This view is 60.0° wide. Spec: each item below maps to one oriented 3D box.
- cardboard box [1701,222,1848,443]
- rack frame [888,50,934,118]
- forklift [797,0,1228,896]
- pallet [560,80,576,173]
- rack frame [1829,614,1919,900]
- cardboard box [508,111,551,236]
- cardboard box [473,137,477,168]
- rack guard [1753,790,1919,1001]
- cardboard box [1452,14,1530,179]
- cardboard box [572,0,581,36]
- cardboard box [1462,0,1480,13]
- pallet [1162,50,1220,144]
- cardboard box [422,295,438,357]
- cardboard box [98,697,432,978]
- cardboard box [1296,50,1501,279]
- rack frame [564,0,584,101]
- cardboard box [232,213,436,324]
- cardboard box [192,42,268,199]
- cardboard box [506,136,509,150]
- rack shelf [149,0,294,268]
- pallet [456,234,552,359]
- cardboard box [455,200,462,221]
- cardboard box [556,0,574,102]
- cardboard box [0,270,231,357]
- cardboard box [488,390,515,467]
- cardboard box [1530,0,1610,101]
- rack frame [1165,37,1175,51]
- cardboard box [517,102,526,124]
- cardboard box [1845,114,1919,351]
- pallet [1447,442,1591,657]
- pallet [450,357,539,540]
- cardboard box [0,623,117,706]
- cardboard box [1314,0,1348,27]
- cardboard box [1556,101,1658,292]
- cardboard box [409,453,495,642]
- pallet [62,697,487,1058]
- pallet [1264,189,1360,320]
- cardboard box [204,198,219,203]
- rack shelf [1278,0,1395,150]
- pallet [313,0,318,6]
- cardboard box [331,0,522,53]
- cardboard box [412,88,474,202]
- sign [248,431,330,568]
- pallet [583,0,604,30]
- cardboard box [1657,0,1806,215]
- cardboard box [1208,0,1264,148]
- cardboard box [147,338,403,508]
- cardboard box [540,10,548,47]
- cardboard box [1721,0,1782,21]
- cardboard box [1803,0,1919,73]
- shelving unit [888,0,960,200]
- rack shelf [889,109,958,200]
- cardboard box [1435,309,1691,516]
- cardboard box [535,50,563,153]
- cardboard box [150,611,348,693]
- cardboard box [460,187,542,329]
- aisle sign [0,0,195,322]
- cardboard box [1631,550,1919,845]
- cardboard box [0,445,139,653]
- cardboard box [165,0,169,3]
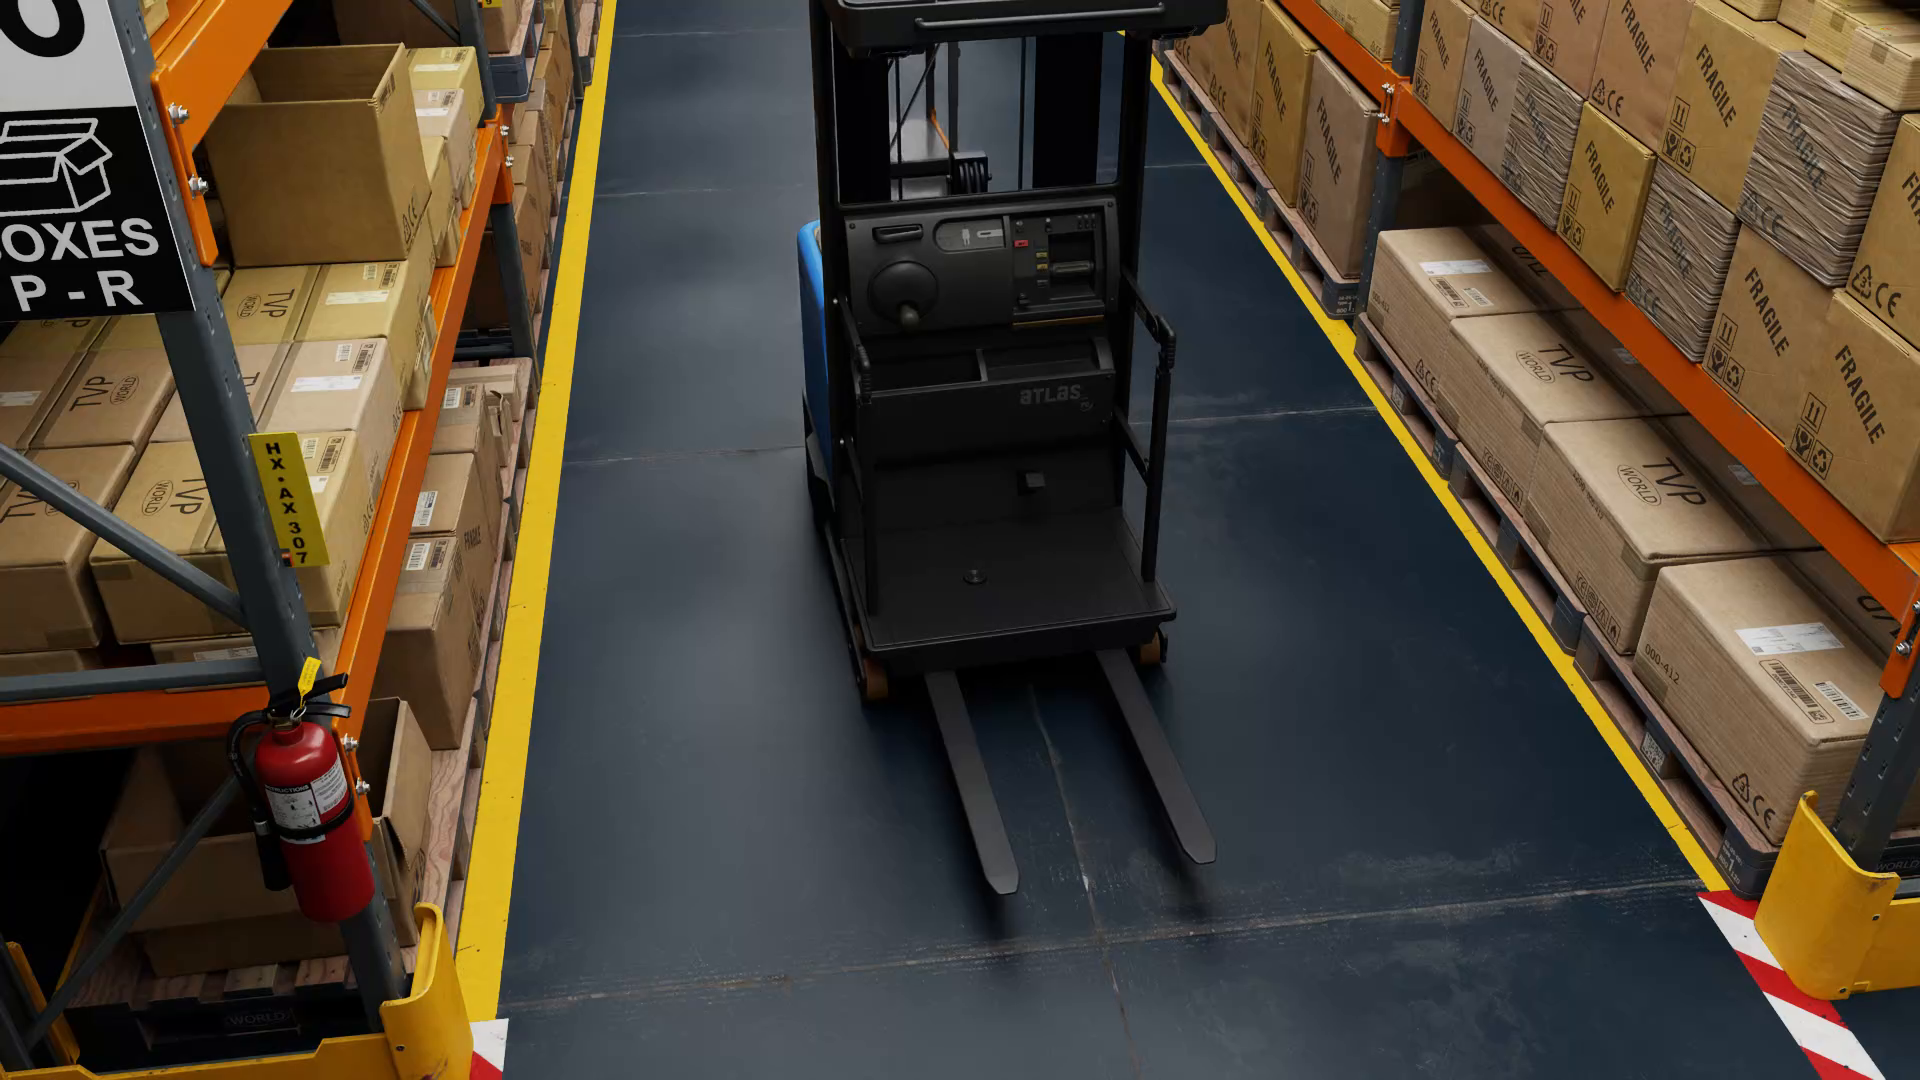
[{"bbox_3d":[2.615,-0.631,4.923,0.500,0.500,0.500,-5,35,-7],"label":"cardboard box"},{"bbox_3d":[-0.308,-1.638,7.289,0.400,2.100,0.015,-7,35,-10],"label":"rack frame"},{"bbox_3d":[0.127,-0.867,5.419,1.130,2.935,3.031,-7,35,-10],"label":"forklift"},{"bbox_3d":[-2.937,-2.573,10.339,1.003,0.211,1.213,-4,35,-6],"label":"pallet"},{"bbox_3d":[2.994,-0.059,4.173,1.000,3.000,0.127,-4,35,-6],"label":"rack frame"},{"bbox_3d":[-2.448,-1.916,8.744,0.500,0.500,0.500,-5,35,-8],"label":"cardboard box"},{"bbox_3d":[-2.112,-1.507,6.520,0.380,0.149,0.250,-3,34,-5],"label":"cardboard box"},{"bbox_3d":[2.997,0.987,4.857,1.175,0.500,0.348,-4,35,-6],"label":"rack guard"},{"bbox_3d":[2.324,-1.770,6.594,0.500,0.500,0.500,-4,34,-6],"label":"cardboard box"},{"bbox_3d":[-3.070,-3.686,11.232,0.875,0.625,0.625,-3,34,-5],"label":"cardboard box"},{"bbox_3d":[2.280,-2.461,6.722,0.500,0.500,0.500,-4,34,-6],"label":"cardboard box"},{"bbox_3d":[1.950,-2.925,10.855,1.003,0.211,1.213,-4,35,-6],"label":"pallet"},{"bbox_3d":[-1.876,-0.649,5.262,0.380,0.149,0.250,-4,34,-5],"label":"cardboard box"},{"bbox_3d":[-1.912,0.829,4.714,0.797,0.503,0.637,-6,35,-8],"label":"cardboard box"},{"bbox_3d":[2.294,-1.926,8.427,0.875,0.875,0.875,-3,34,-5],"label":"cardboard box"},{"bbox_3d":[-3.000,-4.145,10.169,1.000,3.000,0.127,-4,35,-6],"label":"rack frame"},{"bbox_3d":[-1.947,-0.863,5.222,0.500,0.250,0.500,-5,35,-8],"label":"cardboard box"},{"bbox_3d":[-2.525,-1.433,5.392,0.500,0.500,0.500,-5,35,-8],"label":"cardboard box"},{"bbox_3d":[-2.456,-1.985,8.270,0.380,0.149,0.250,-5,35,-7],"label":"cardboard box"},{"bbox_3d":[-2.193,-1.739,4.614,1.077,0.370,4.000,-4,35,-6],"label":"rack shelf"},{"bbox_3d":[-2.609,-1.212,8.341,1.003,0.211,1.213,-4,35,-6],"label":"pallet"},{"bbox_3d":[-2.045,-1.215,6.092,0.380,0.149,0.250,-4,34,-5],"label":"cardboard box"},{"bbox_3d":[-2.730,-3.066,10.432,0.500,0.500,0.500,-3,34,-5],"label":"cardboard box"},{"bbox_3d":[-2.379,-0.543,4.752,0.500,0.250,0.500,-3,34,-5],"label":"cardboard box"},{"bbox_3d":[-2.048,-0.469,6.829,0.396,0.266,0.258,-3,34,-5],"label":"cardboard box"},{"bbox_3d":[2.400,-1.892,5.887,0.500,0.500,0.500,-4,34,-5],"label":"cardboard box"},{"bbox_3d":[1.918,-4.523,10.724,1.000,3.000,0.127,-4,35,-6],"label":"rack frame"},{"bbox_3d":[-2.484,-2.266,8.682,0.380,0.149,0.250,-3,34,-5],"label":"cardboard box"},{"bbox_3d":[2.693,-0.764,4.231,0.500,0.500,0.500,-3,34,-5],"label":"cardboard box"},{"bbox_3d":[2.648,-0.026,6.601,1.003,0.211,1.213,-4,35,-6],"label":"pallet"},{"bbox_3d":[-2.370,-0.377,7.116,1.003,0.211,1.213,-4,35,-6],"label":"pallet"},{"bbox_3d":[-2.234,0.258,3.930,0.380,0.149,0.250,-5,35,-7],"label":"cardboard box"},{"bbox_3d":[2.079,-2.745,8.247,0.500,0.250,0.500,-5,35,-7],"label":"cardboard box"},{"bbox_3d":[2.453,-1.204,5.764,0.500,0.500,0.500,-3,34,-5],"label":"cardboard box"},{"bbox_3d":[-1.961,0.047,5.863,0.500,0.500,0.500,-4,34,-5],"label":"cardboard box"},{"bbox_3d":[-2.042,0.984,5.118,1.003,0.211,1.213,-4,35,-6],"label":"pallet"},{"bbox_3d":[2.278,-1.564,8.857,1.003,0.211,1.213,-4,35,-6],"label":"pallet"},{"bbox_3d":[-2.521,-1.110,5.584,0.500,0.250,0.500,-4,34,-5],"label":"cardboard box"},{"bbox_3d":[2.187,-3.110,9.288,1.077,0.370,4.000,-4,35,-6],"label":"rack shelf"},{"bbox_3d":[-2.734,-2.981,8.631,1.003,0.211,1.213,-4,35,-6],"label":"pallet"},{"bbox_3d":[-2.305,-2.415,7.168,0.700,0.500,0.500,-4,34,-5],"label":"cardboard box"},{"bbox_3d":[-2.070,-1.430,6.053,0.500,0.250,0.500,-4,35,-6],"label":"cardboard box"},{"bbox_3d":[-1.386,-0.080,3.435,0.100,0.325,0.005,-4,35,-6],"label":"sign"},{"bbox_3d":[-3.233,-4.134,12.629,1.003,0.211,1.213,-4,35,-6],"label":"pallet"},{"bbox_3d":[2.531,-1.330,5.061,0.500,0.500,0.500,-5,35,-7],"label":"cardboard box"},{"bbox_3d":[2.045,-2.929,9.898,0.875,0.875,0.875,-4,34,-6],"label":"cardboard box"},{"bbox_3d":[-1.786,-0.297,4.391,0.500,0.250,0.500,-4,34,-6],"label":"cardboard box"},{"bbox_3d":[-2.623,-2.997,9.755,0.380,0.149,0.250,-5,35,-8],"label":"cardboard box"},{"bbox_3d":[2.522,-1.674,4.991,0.380,0.149,0.250,-4,34,-5],"label":"cardboard box"},{"bbox_3d":[2.578,-1.388,4.570,0.380,0.149,0.250,-4,34,-5],"label":"cardboard box"},{"bbox_3d":[-0.258,-1.503,7.092,0.431,2.100,0.503,-7,35,-10],"label":"shelving unit"},{"bbox_3d":[-0.258,-1.492,7.099,0.431,0.518,0.480,-7,35,-10],"label":"rack shelf"},{"bbox_3d":[2.555,-0.548,6.792,0.875,0.438,0.875,-5,35,-8],"label":"cardboard box"},{"bbox_3d":[-2.600,-2.494,9.593,0.500,0.500,0.500,-3,34,-4],"label":"cardboard box"},{"bbox_3d":[-1.696,0.219,3.989,0.380,0.149,0.250,-5,35,-7],"label":"cardboard box"},{"bbox_3d":[-2.304,-1.341,7.900,0.500,0.500,0.500,-3,34,-4],"label":"cardboard box"},{"bbox_3d":[-1.624,-0.739,2.863,0.394,0.787,0.004,-4,35,-6],"label":"aisle sign"},{"bbox_3d":[2.806,0.466,5.305,0.875,0.438,0.875,-5,35,-8],"label":"cardboard box"},{"bbox_3d":[-2.249,0.022,3.924,0.500,0.250,0.500,-3,34,-5],"label":"cardboard box"},{"bbox_3d":[-1.798,-1.156,3.343,0.380,0.149,0.250,-4,34,-5],"label":"cardboard box"}]
